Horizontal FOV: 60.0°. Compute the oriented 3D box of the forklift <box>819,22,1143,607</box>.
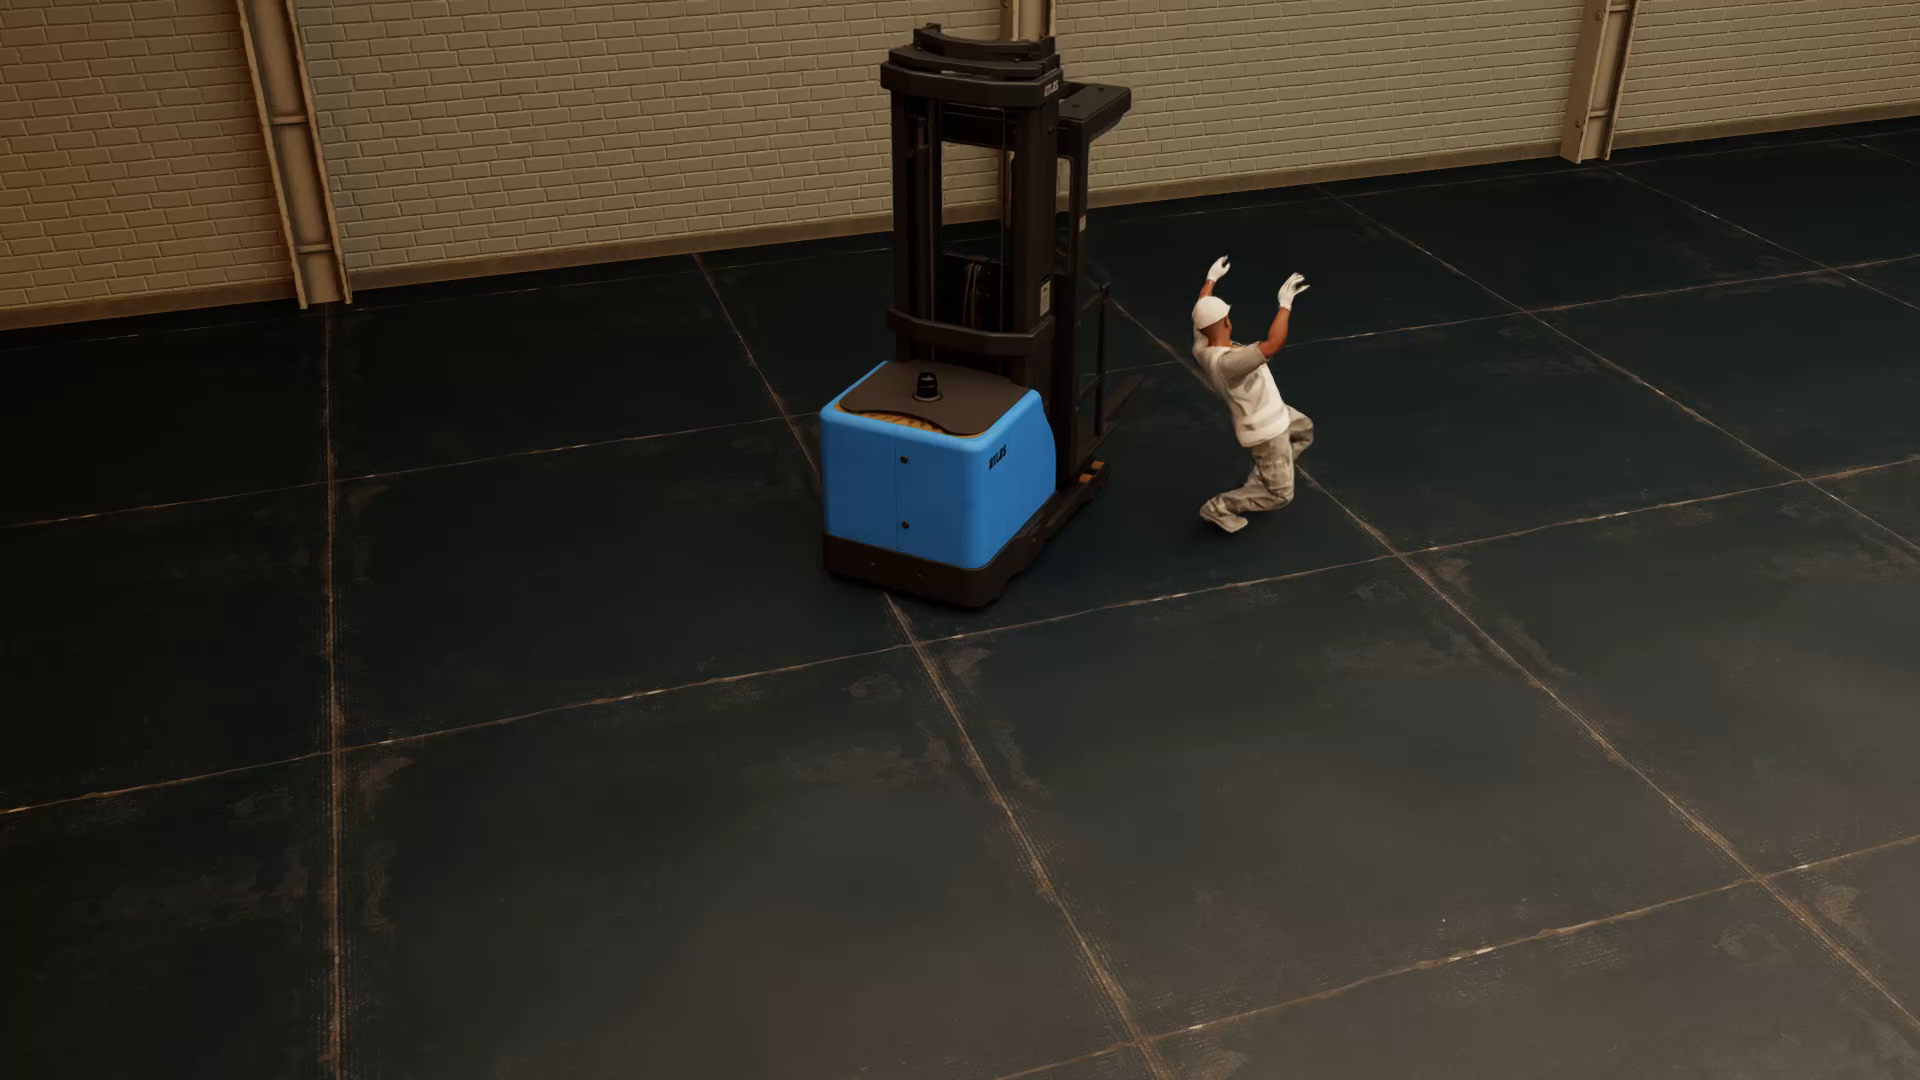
[{"bbox_3d":[0.308,-1.609,9.884,1.130,2.935,3.031,14,33,22],"label":"forklift"}]

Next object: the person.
[{"bbox_3d":[1.746,-0.901,9.943,0.822,1.678,1.122,0,30,0],"label":"person"}]
